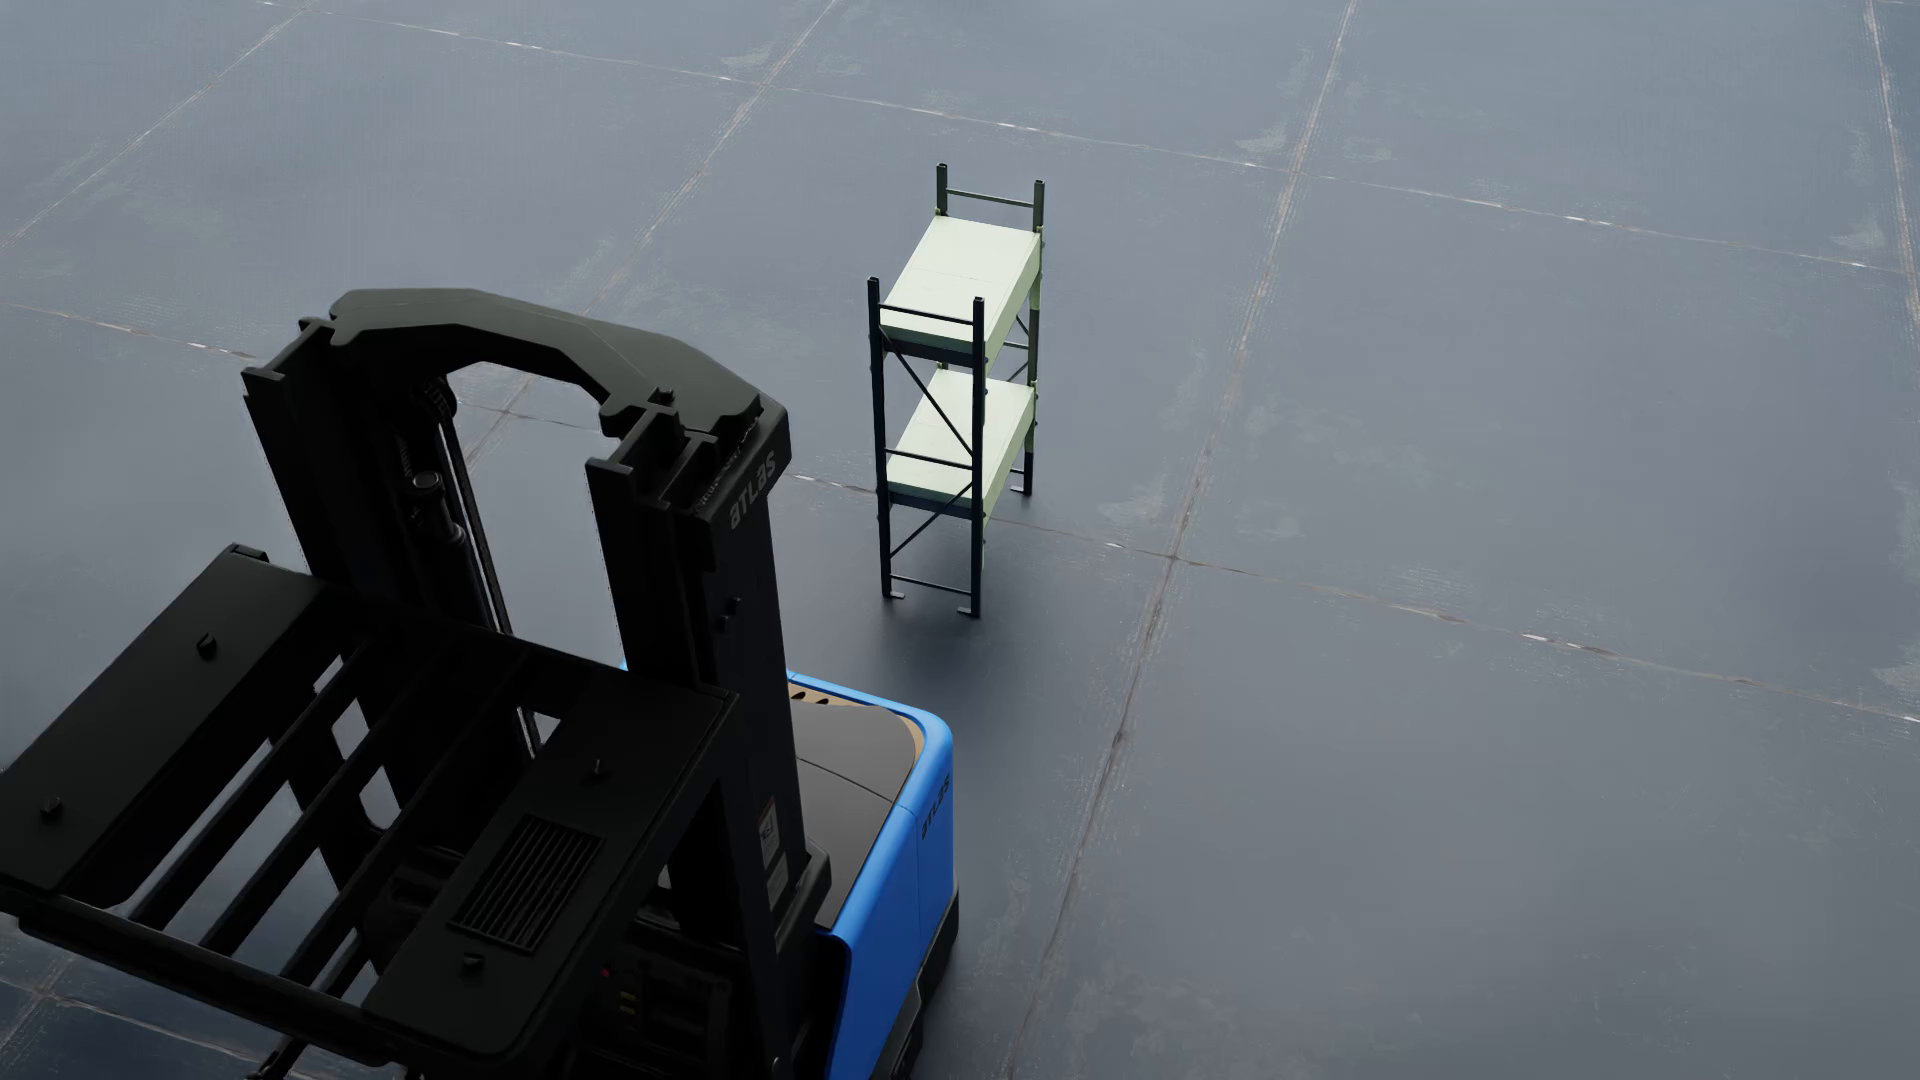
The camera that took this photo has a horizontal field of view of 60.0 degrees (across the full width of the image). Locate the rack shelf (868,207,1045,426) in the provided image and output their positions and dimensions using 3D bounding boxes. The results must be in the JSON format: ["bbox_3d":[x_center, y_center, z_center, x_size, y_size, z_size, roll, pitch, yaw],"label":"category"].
[{"bbox_3d":[-0.002,-0.811,5.948,0.431,0.370,0.720,13,46,12],"label":"rack shelf"}]

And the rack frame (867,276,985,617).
[{"bbox_3d":[-0.113,-0.288,5.972,0.400,1.500,0.023,13,46,12],"label":"rack frame"}]

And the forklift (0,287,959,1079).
[{"bbox_3d":[-1.000,1.070,3.561,1.130,2.935,3.031,15,46,15],"label":"forklift"}]

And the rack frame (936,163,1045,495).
[{"bbox_3d":[0.109,-0.776,6.470,0.400,1.500,0.023,13,46,12],"label":"rack frame"}]

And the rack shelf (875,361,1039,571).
[{"bbox_3d":[-0.002,-0.299,6.449,0.431,0.370,0.720,13,46,12],"label":"rack shelf"}]

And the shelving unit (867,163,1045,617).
[{"bbox_3d":[-0.002,-0.532,6.221,0.431,1.500,0.755,13,46,12],"label":"shelving unit"}]
